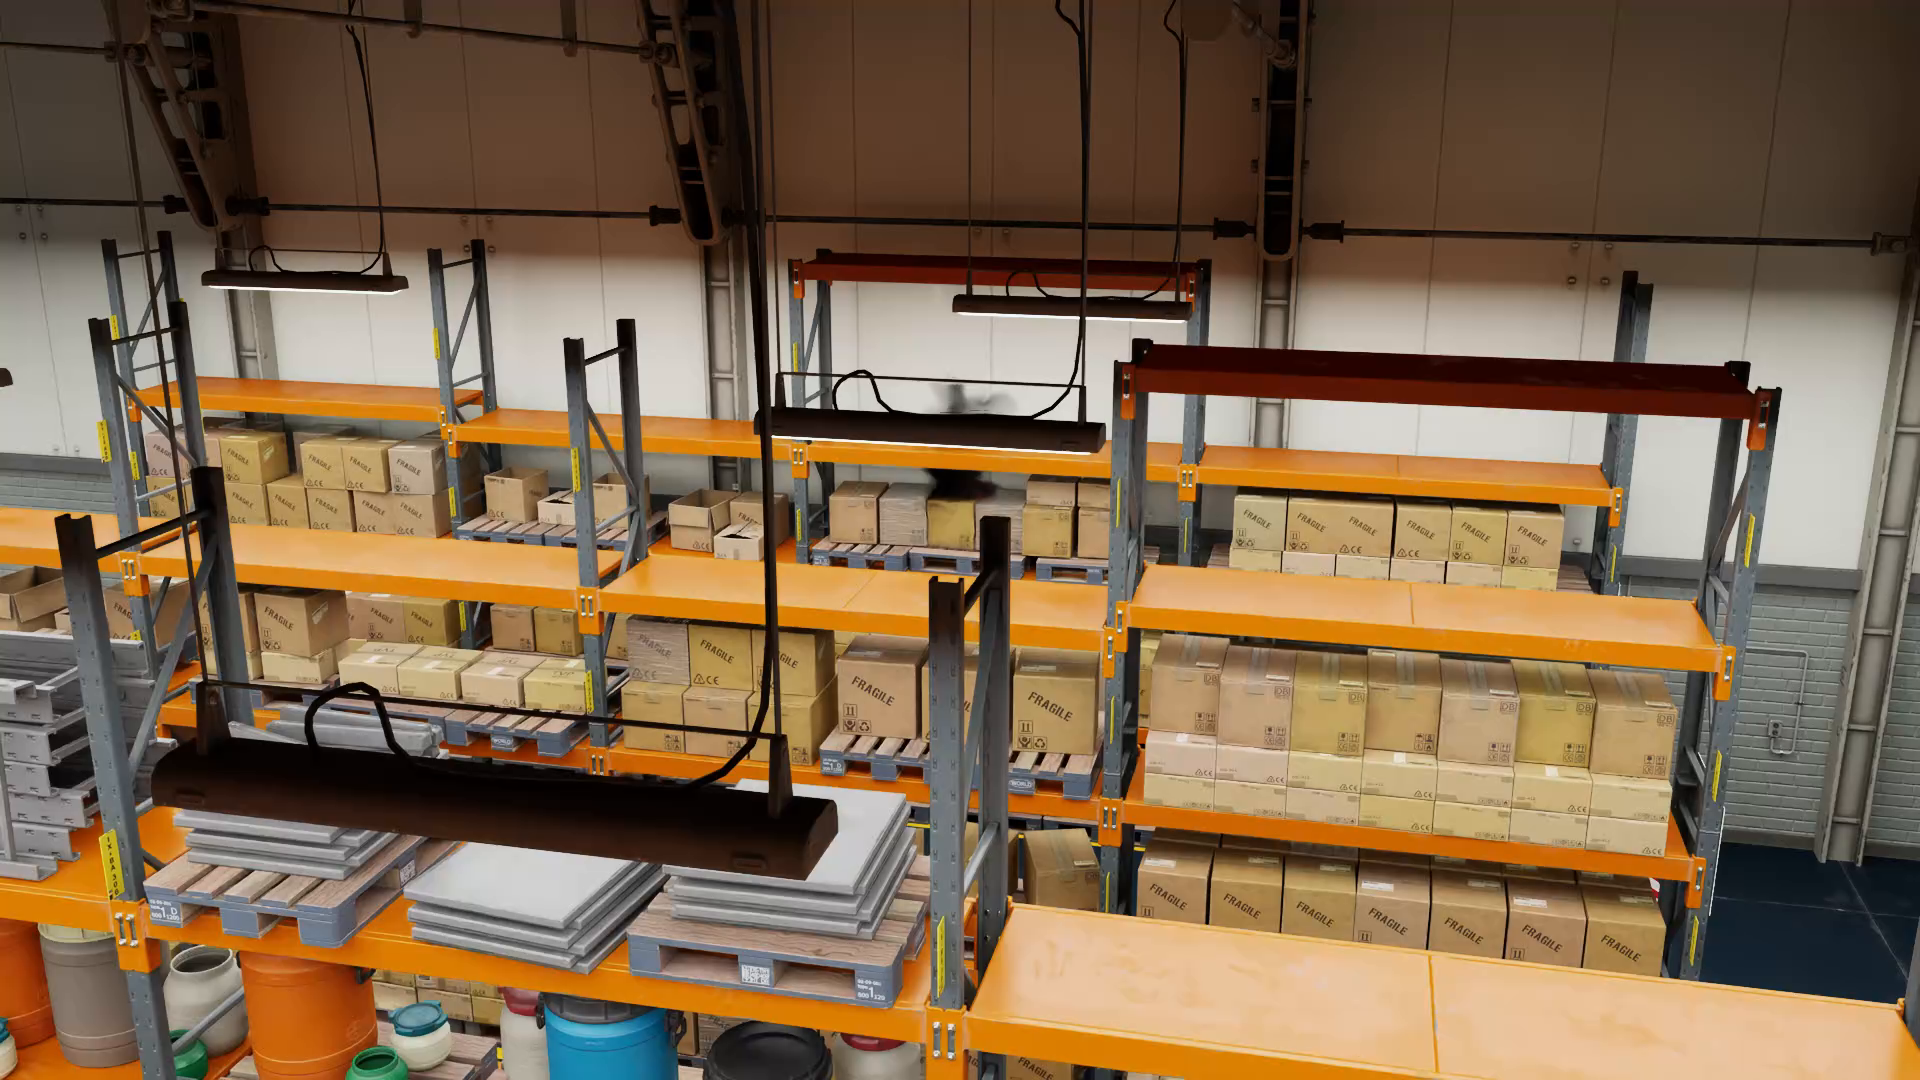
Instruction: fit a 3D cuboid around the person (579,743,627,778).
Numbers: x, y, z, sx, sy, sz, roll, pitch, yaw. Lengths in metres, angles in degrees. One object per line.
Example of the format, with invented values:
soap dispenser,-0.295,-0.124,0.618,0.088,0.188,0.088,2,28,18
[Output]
person,-3.478,2.638,16.462,0.796,1.674,0.601,3,17,10
